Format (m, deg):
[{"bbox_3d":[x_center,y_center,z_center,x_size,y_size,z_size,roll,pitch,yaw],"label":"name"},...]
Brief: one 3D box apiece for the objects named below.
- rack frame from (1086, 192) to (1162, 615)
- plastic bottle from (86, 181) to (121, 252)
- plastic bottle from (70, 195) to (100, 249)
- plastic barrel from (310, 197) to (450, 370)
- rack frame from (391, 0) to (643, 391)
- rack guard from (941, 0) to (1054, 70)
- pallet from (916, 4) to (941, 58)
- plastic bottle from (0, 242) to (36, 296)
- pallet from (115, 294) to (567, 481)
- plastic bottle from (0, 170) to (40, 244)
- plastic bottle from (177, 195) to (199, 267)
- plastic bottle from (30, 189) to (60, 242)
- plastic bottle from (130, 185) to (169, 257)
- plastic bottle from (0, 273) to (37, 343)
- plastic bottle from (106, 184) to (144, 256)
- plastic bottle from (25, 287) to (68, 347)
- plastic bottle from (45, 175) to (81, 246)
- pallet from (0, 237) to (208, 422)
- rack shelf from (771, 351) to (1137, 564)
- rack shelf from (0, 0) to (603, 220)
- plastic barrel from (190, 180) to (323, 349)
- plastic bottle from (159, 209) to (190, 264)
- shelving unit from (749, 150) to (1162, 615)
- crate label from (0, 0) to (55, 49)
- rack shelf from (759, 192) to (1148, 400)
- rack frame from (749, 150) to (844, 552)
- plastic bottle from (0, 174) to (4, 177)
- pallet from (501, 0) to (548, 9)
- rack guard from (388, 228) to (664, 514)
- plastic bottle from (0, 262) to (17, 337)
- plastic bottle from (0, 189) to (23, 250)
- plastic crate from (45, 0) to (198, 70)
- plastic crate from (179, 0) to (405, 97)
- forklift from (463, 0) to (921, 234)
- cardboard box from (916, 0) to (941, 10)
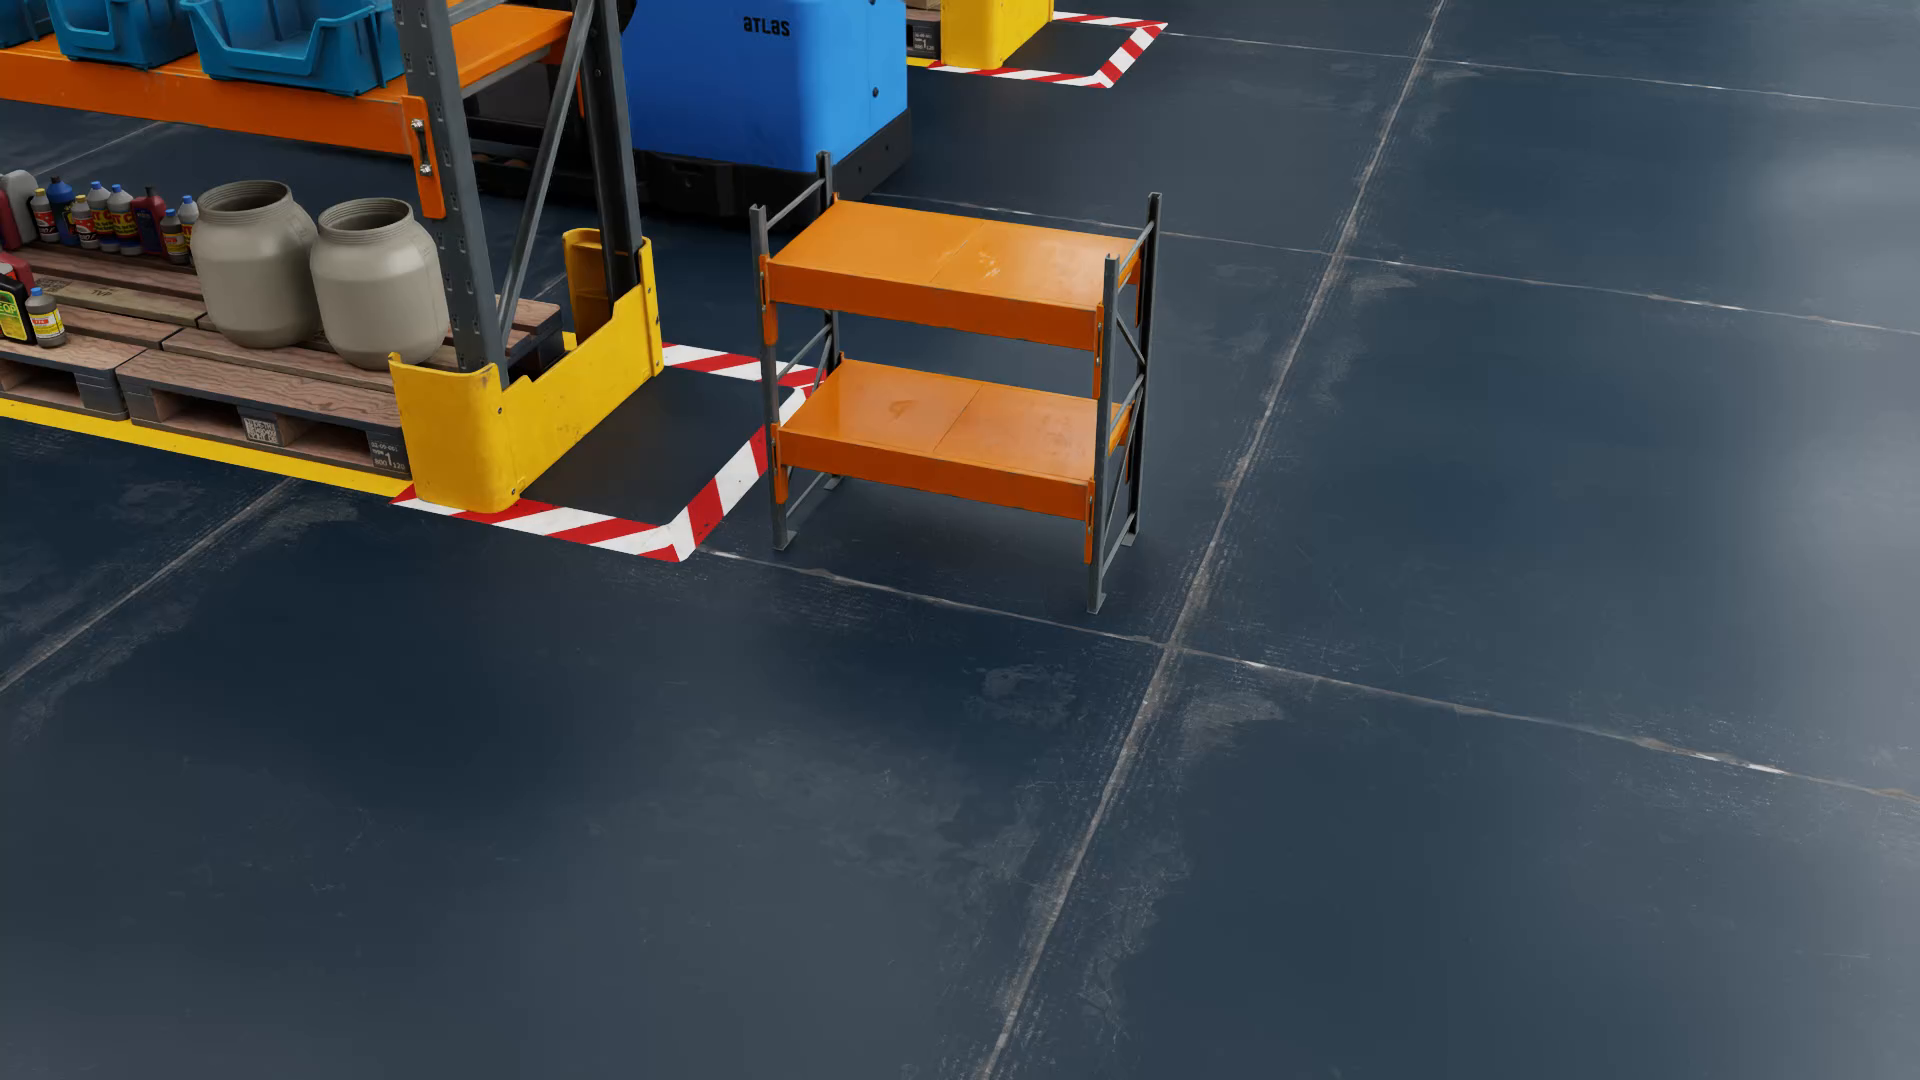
[{"bbox_3d":[0.472,-0.381,4.803,0.032,1.125,0.500,11,34,16],"label":"rack frame"},{"bbox_3d":[-3.386,-1.285,6.585,0.097,0.271,0.097,0,33,0],"label":"plastic bottle"},{"bbox_3d":[-3.479,-1.274,6.632,0.097,0.201,0.097,0,33,0],"label":"plastic bottle"},{"bbox_3d":[-2.013,-0.887,5.765,0.421,0.512,0.421,0,33,0],"label":"plastic barrel"},{"bbox_3d":[-1.367,-1.675,5.078,0.127,3.000,1.000,11,34,16],"label":"rack frame"},{"bbox_3d":[0.232,-3.168,9.695,0.348,0.500,1.175,11,34,16],"label":"rack guard"},{"bbox_3d":[-0.521,-3.213,10.032,1.213,0.211,1.003,11,34,16],"label":"pallet"},{"bbox_3d":[-3.437,-0.945,6.047,0.133,0.283,0.061,11,34,16],"label":"plastic bottle"},{"bbox_3d":[-2.218,-0.645,6.054,1.213,0.211,1.003,11,34,16],"label":"pallet"},{"bbox_3d":[-3.793,-1.351,6.682,0.135,0.276,0.152,12,35,17],"label":"plastic bottle"},{"bbox_3d":[-2.969,-1.204,6.459,0.097,0.271,0.097,0,33,0],"label":"plastic bottle"},{"bbox_3d":[-3.673,-1.312,6.690,0.097,0.201,0.097,0,33,0],"label":"plastic bottle"},{"bbox_3d":[-3.176,-1.260,6.535,0.133,0.283,0.061,12,35,17],"label":"plastic bottle"},{"bbox_3d":[-3.360,-0.843,5.888,0.133,0.283,0.061,12,35,18],"label":"plastic bottle"},{"bbox_3d":[-3.292,-1.267,6.557,0.097,0.271,0.097,0,33,0],"label":"plastic bottle"},{"bbox_3d":[-3.244,-0.796,5.892,0.097,0.201,0.097,0,33,0],"label":"plastic bottle"},{"bbox_3d":[-3.577,-1.322,6.642,0.097,0.271,0.097,0,33,0],"label":"plastic bottle"},{"bbox_3d":[-3.362,-0.869,6.401,1.213,0.211,1.003,11,34,16],"label":"pallet"},{"bbox_3d":[-0.006,-0.268,5.079,1.000,0.278,0.538,11,34,16],"label":"rack shelf"},{"bbox_3d":[-3.250,-1.738,5.840,4.000,0.370,1.077,11,34,16],"label":"rack shelf"},{"bbox_3d":[-2.484,-0.979,5.908,0.421,0.512,0.421,0,33,0],"label":"plastic barrel"},{"bbox_3d":[-3.066,-1.194,6.508,0.097,0.201,0.097,0,33,0],"label":"plastic bottle"},{"bbox_3d":[-0.006,-0.474,4.947,1.048,1.125,0.538,11,34,16],"label":"shelving unit"},{"bbox_3d":[-3.191,-1.888,5.377,0.616,0.435,0.502,11,34,16],"label":"crate label"},{"bbox_3d":[-0.006,-0.720,4.788,1.000,0.278,0.538,11,34,16],"label":"rack shelf"},{"bbox_3d":[-0.485,-0.567,5.091,0.032,1.125,0.500,11,34,16],"label":"rack frame"},{"bbox_3d":[-3.945,-1.414,6.711,0.185,0.351,0.144,11,34,16],"label":"plastic bottle"},{"bbox_3d":[-2.818,-3.659,10.723,1.213,0.211,1.003,11,34,16],"label":"pallet"},{"bbox_3d":[-1.455,-0.614,5.741,0.348,0.500,1.175,11,34,16],"label":"rack guard"},{"bbox_3d":[-3.472,-0.888,5.965,0.135,0.276,0.152,11,35,17],"label":"plastic bottle"},{"bbox_3d":[-3.828,-1.299,6.596,0.133,0.283,0.061,11,34,16],"label":"plastic bottle"},{"bbox_3d":[-2.549,-1.673,5.213,0.408,0.251,0.499,11,34,16],"label":"plastic crate"},{"bbox_3d":[-1.939,-1.551,5.024,0.616,0.251,0.499,11,34,16],"label":"plastic crate"},{"bbox_3d":[-1.756,-3.066,7.297,3.031,2.935,1.130,12,35,18],"label":"forklift"},{"bbox_3d":[-0.279,-3.453,9.750,0.500,0.500,0.500,18,37,25],"label":"cardboard box"}]
